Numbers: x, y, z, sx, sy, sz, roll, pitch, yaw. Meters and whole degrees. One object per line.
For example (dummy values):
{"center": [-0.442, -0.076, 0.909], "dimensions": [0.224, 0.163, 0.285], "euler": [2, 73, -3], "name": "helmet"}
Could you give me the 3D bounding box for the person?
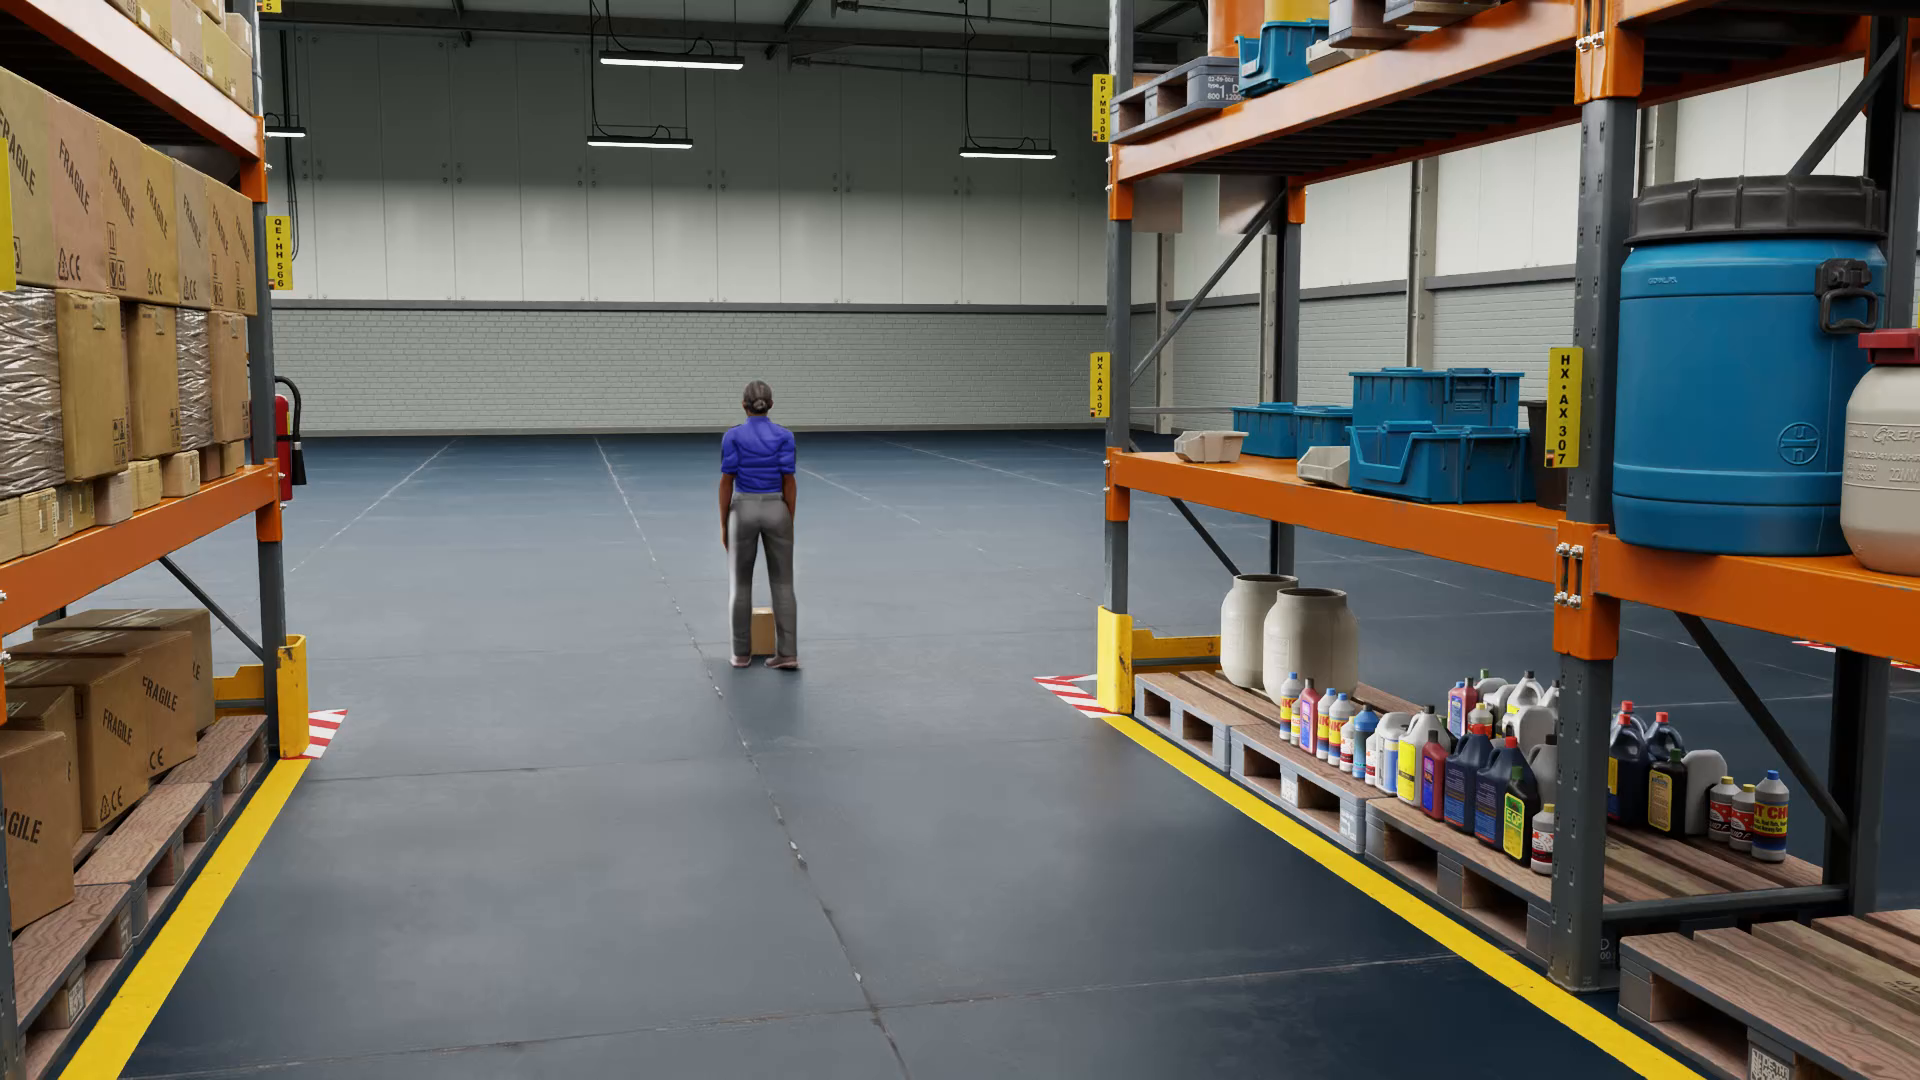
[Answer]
{"center": [-1.163, -0.082, 9.558], "dimensions": [0.441, 1.678, 0.387], "euler": [-1, 6, -12], "name": "person"}
